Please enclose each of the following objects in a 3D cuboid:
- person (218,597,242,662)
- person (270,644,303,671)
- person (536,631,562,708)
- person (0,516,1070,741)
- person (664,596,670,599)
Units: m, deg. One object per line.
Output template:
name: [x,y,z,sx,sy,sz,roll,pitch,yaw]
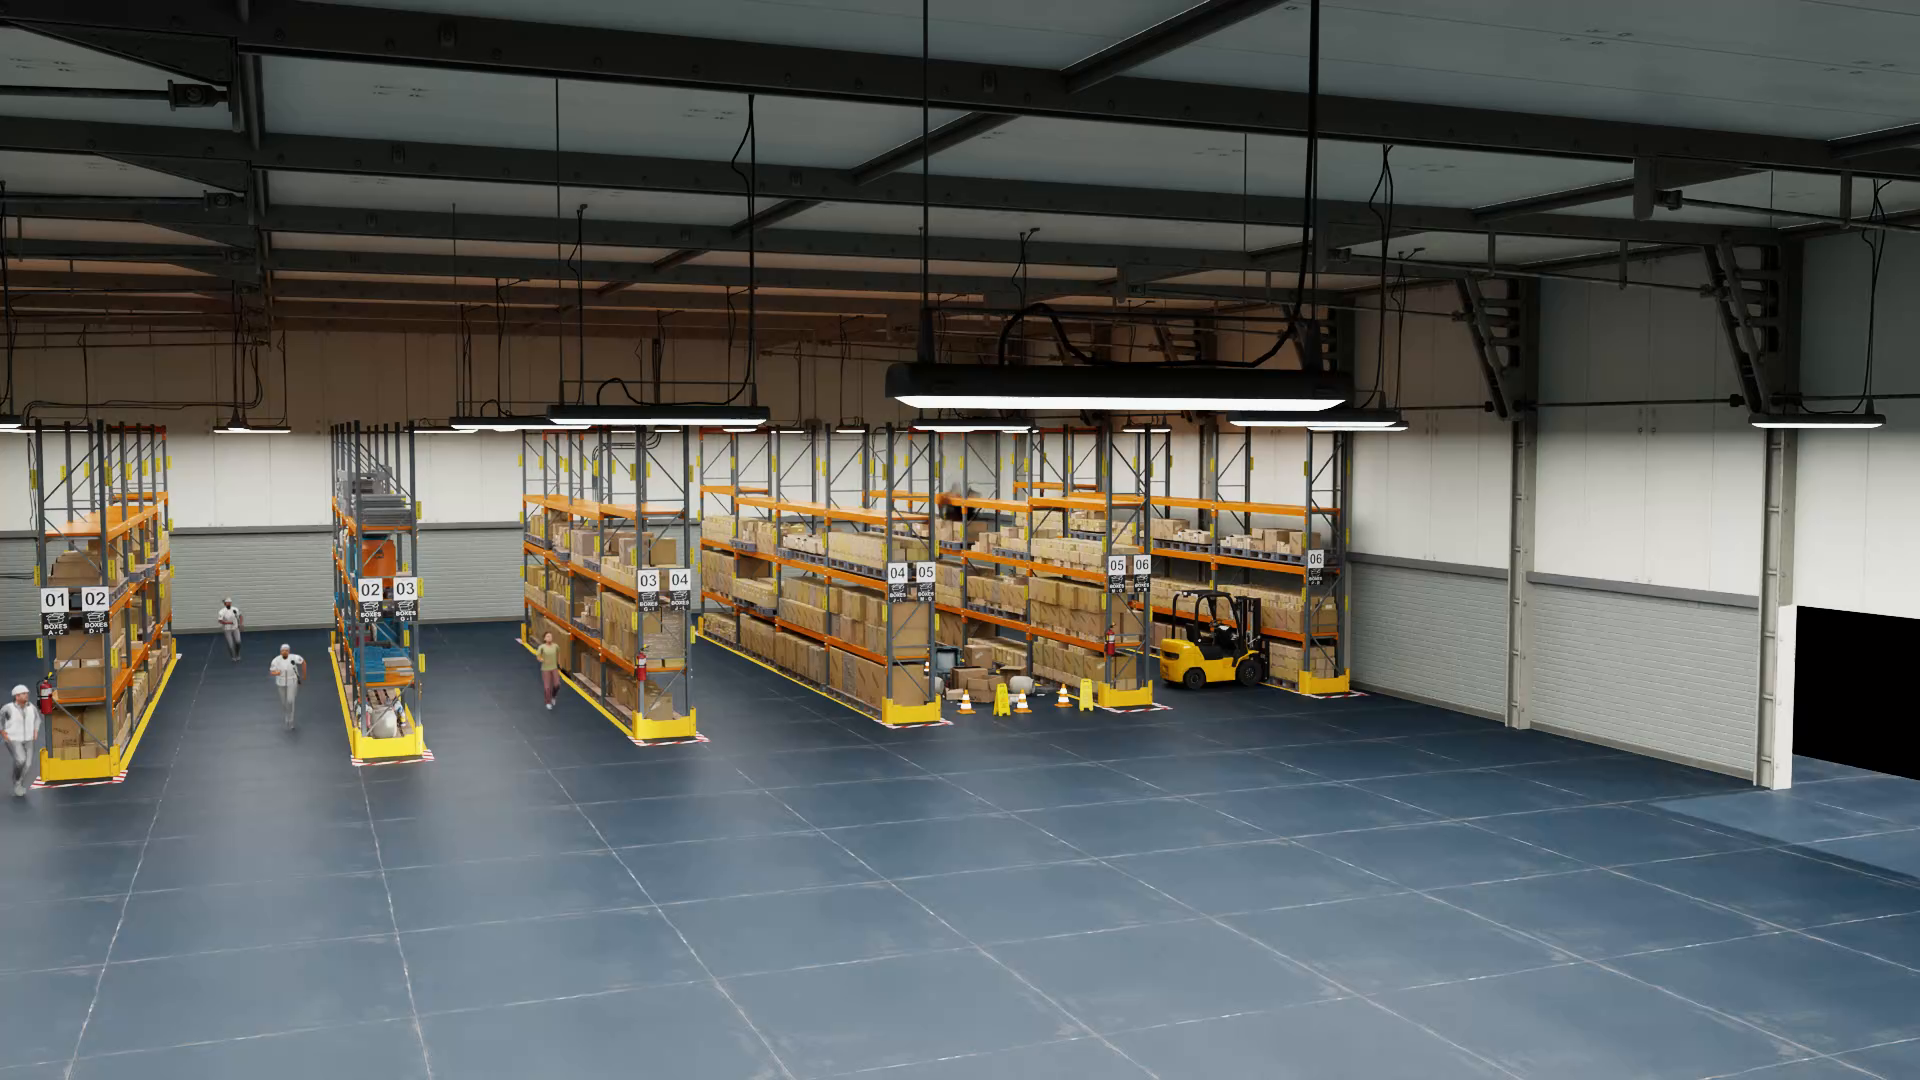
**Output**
person: [-18.426,2.264,42.033,0.579,1.657,0.589,-2,4,-29]
person: [-13.169,2.388,32.489,0.585,0.731,0.454,-1,4,-13]
person: [-8.577,2.723,34.819,0.564,1.633,0.566,-2,4,-28]
person: [-6.068,1.256,37.195,2.746,2.545,28.479,2,4,35]
person: [-8.006,2.040,45.918,0.687,1.488,0.813,-1,4,-11]
